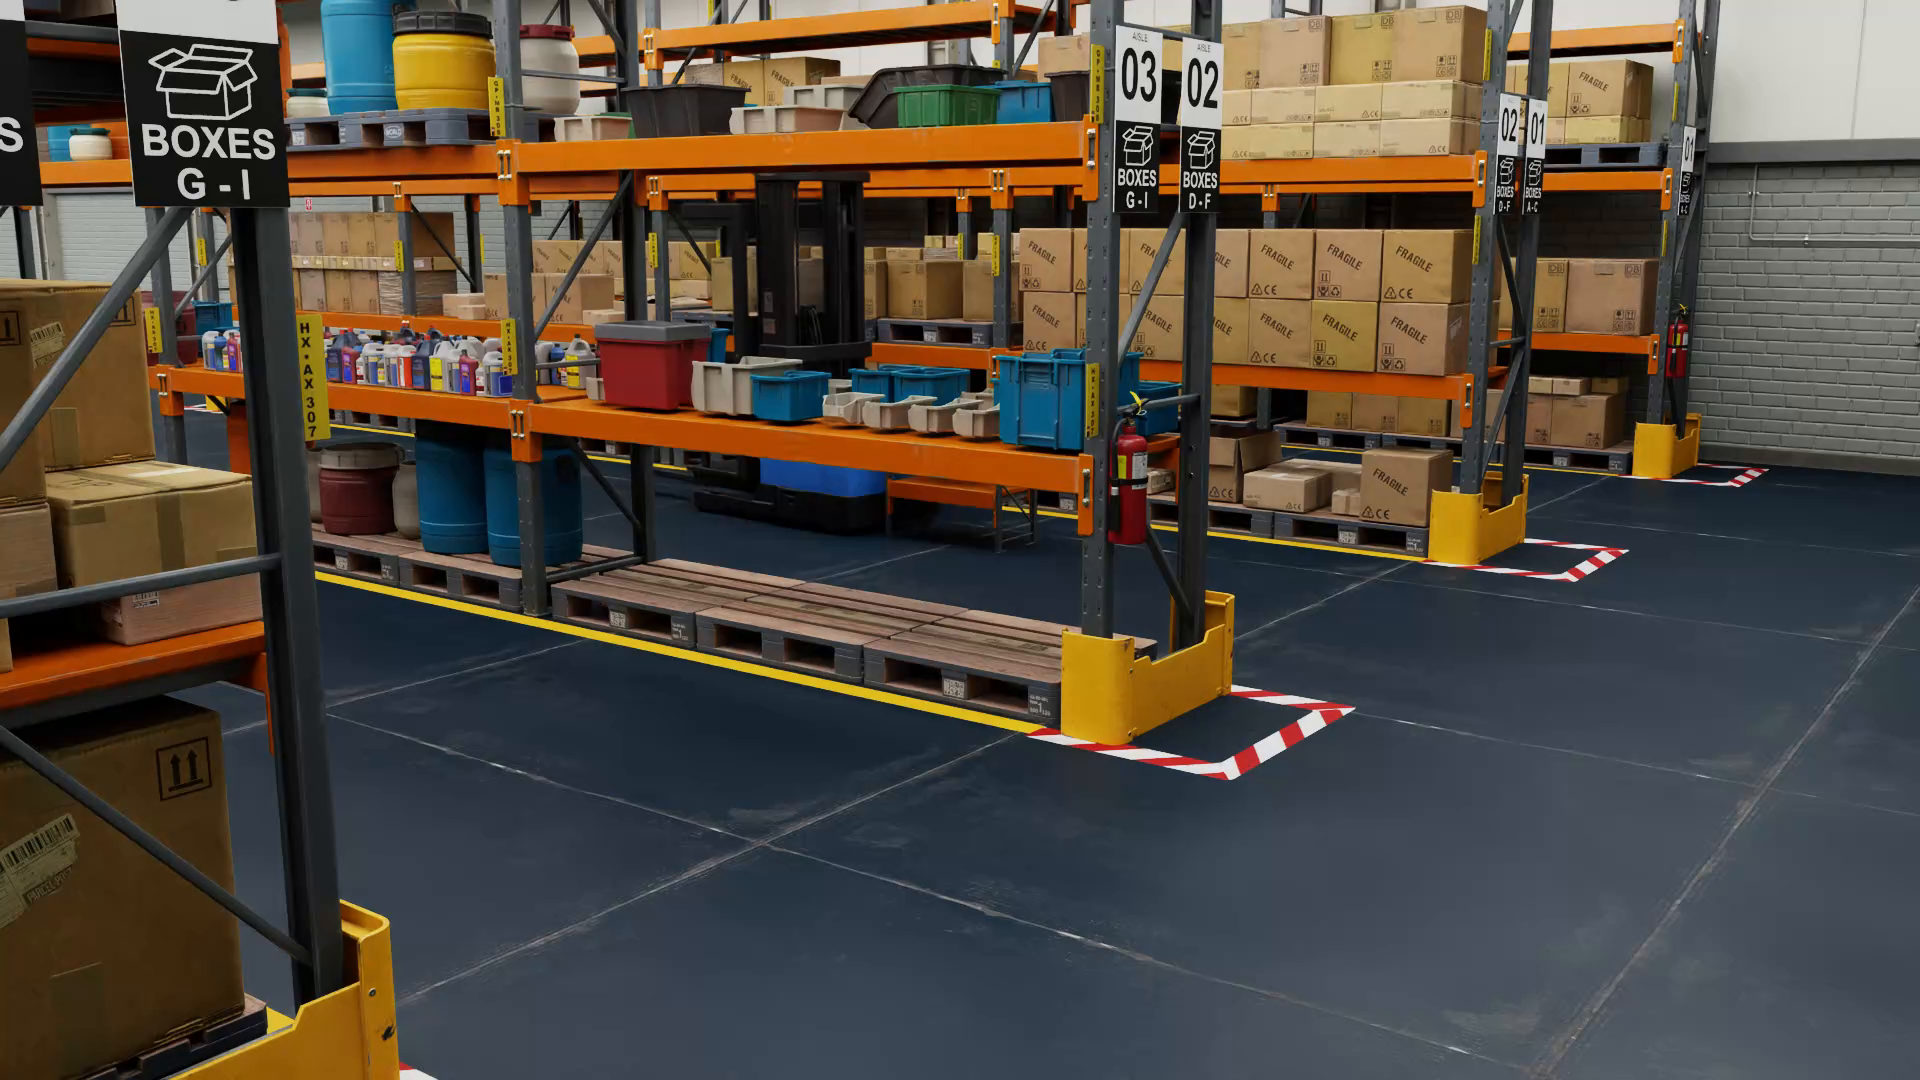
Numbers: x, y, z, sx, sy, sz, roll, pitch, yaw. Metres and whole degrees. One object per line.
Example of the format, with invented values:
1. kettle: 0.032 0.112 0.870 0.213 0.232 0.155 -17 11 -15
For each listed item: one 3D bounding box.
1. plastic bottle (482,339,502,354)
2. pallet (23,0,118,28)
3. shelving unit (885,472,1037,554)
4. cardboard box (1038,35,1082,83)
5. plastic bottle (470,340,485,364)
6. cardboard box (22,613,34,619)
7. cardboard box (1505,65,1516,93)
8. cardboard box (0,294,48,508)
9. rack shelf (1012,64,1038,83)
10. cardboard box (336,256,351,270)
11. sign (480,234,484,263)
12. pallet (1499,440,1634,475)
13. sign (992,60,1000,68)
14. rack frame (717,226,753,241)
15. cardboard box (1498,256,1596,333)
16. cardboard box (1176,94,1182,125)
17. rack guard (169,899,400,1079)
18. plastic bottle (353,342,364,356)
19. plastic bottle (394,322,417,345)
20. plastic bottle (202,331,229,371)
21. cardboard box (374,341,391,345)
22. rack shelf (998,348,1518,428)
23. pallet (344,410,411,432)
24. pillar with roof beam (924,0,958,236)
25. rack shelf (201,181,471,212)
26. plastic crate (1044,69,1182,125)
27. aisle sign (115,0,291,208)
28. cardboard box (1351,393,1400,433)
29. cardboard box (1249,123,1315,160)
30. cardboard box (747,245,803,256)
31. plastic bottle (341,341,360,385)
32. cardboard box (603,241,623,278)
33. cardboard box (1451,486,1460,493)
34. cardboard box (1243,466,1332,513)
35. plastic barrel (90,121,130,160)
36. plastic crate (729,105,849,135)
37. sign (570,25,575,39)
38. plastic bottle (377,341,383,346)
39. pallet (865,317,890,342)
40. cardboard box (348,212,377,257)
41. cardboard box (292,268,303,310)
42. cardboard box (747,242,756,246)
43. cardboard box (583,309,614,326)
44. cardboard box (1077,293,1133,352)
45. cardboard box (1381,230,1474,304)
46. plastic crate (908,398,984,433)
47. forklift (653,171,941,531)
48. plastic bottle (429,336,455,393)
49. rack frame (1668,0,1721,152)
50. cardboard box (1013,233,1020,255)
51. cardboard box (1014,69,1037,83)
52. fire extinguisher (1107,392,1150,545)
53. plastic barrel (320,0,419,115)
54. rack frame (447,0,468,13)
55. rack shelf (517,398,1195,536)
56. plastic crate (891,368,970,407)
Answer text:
1. plastic bottle: -3.213 -1.235 11.341 0.135 0.276 0.152 8 13 36
2. pallet: -2.630 -1.384 4.123 1.213 0.211 1.003 8 13 36
3. shelving unit: 0.005 -0.552 12.419 1.048 1.125 0.538 8 13 36
4. cardboard box: 1.031 -3.803 13.496 0.500 0.500 0.700 8 13 36
5. plastic bottle: -3.303 -1.211 11.220 0.135 0.276 0.152 8 13 36
6. cardboard box: -2.531 0.102 4.764 0.250 0.149 0.380 8 13 34
7. cardboard box: 5.196 -4.326 16.150 0.500 0.500 0.500 7 13 33
8. cardboard box: -2.575 -0.328 3.966 0.500 0.500 0.500 8 14 36
9. rack shelf: 1.933 -5.218 18.759 4.000 0.370 1.077 8 13 36
10. cardboard box: -6.997 -3.218 19.297 0.250 0.149 0.380 8 13 35
11. sign: -5.518 -3.352 19.120 0.005 0.325 0.100 8 13 36
12. pallet: 6.079 -0.857 16.403 1.213 0.211 1.003 8 13 36
13. sign: 0.291 -3.673 13.325 0.005 0.325 0.100 8 13 36
14. rack frame: -2.903 -3.497 22.709 0.127 3.000 1.000 8 13 36
15. cardboard box: 5.759 -2.431 16.410 0.700 0.700 0.980 8 13 35
16. cardboard box: 1.661 -3.277 12.752 0.500 0.250 0.500 8 13 36
17. rack guard: -2.007 1.357 4.200 0.348 0.500 1.175 8 13 36
18. plastic bottle: -4.005 -1.185 11.096 0.097 0.271 0.097 0 11 0
19. plastic bottle: -3.939 -1.374 11.862 0.185 0.351 0.144 8 13 36
20. plastic bottle: -5.385 -1.372 12.049 0.135 0.276 0.152 8 13 36
21. cardboard box: -6.731 -2.039 19.333 0.500 0.500 0.500 8 13 36
22. rack shelf: 2.228 -1.261 13.044 4.000 0.370 1.077 8 13 36
23. pallet: -6.448 -1.465 19.547 1.213 0.211 1.003 8 13 36
24. pillar with roof beam: -2.763 -5.612 17.848 0.400 9.000 9.100 8 13 36
25. rack shelf: -7.444 -4.083 19.733 4.000 0.370 1.077 8 13 36
26. plastic crate: 0.760 -2.126 8.068 0.590 0.269 0.497 8 13 36
27. aisle sign: -1.791 -1.187 3.925 0.004 0.787 0.394 8 13 36
28. cardboard box: 4.490 -1.420 17.447 0.500 0.500 0.700 8 13 35
29. cardboard box: 2.463 -2.918 12.212 0.500 0.250 0.500 8 13 36
30. cardboard box: -2.513 -3.700 22.335 0.500 0.500 0.700 8 14 36
31. plastic bottle: -4.037 -1.177 11.021 0.133 0.283 0.061 8 13 36
32. cardboard box: -4.691 -3.979 23.569 0.500 0.500 0.500 8 14 37
33. cardboard box: 3.706 -0.305 12.558 0.250 0.149 0.380 8 13 36
34. cardboard box: 2.508 -0.390 12.730 0.500 0.250 0.500 8 13 36
35. plastic barrel: -6.603 -3.413 13.248 0.708 0.830 0.600 8 13 36
36. plastic crate: -0.907 -2.169 8.640 0.530 0.136 0.437 8 13 36
37. sign: -5.782 -7.511 24.788 0.005 0.325 0.100 8 13 36
38. plastic bottle: -4.225 -1.346 12.111 0.097 0.201 0.097 0 11 0
39. pallet: -1.038 -1.976 15.354 1.213 0.211 1.003 8 13 36
40. cardboard box: -6.601 -3.530 19.200 0.500 0.500 0.700 8 13 35
41. cardboard box: -7.864 -3.068 20.226 0.500 0.500 0.700 8 14 36
42. cardboard box: -3.158 -3.886 23.089 0.500 0.500 0.500 8 13 34
43. cardboard box: -3.669 -2.300 17.183 0.250 0.149 0.380 9 14 40
44. cardboard box: 1.280 -1.732 13.322 0.500 0.500 0.500 8 14 37
45. cardboard box: 3.319 -1.937 11.750 0.500 0.500 0.500 8 13 35
46. plastic crate: -0.084 -0.630 8.426 0.243 0.136 0.396 8 13 36
47. forklift: -1.564 -1.718 13.696 3.031 2.935 1.130 10 15 43
48. plastic bottle: -3.253 -1.110 10.500 0.185 0.351 0.144 8 13 36
49. rack frame: 6.769 -5.093 15.166 0.127 3.000 1.000 8 13 36
50. cardboard box: 0.968 -3.470 19.494 0.500 0.250 0.500 8 13 35
51. cardboard box: 0.254 -3.684 14.145 0.600 0.600 0.600 6 13 30
52. fire extinguisher: 0.758 -0.324 7.491 0.183 0.674 0.296 8 13 36
53. plastic barrel: -3.785 -3.175 10.719 0.708 0.901 0.600 8 13 36
54. rack frame: -5.832 -5.684 18.217 0.127 3.000 1.000 8 13 36
55. rack shelf: -0.707 -0.503 9.126 4.000 0.370 1.077 8 13 36
56. plastic crate: -0.160 -0.805 9.075 0.300 0.233 0.416 8 13 36
